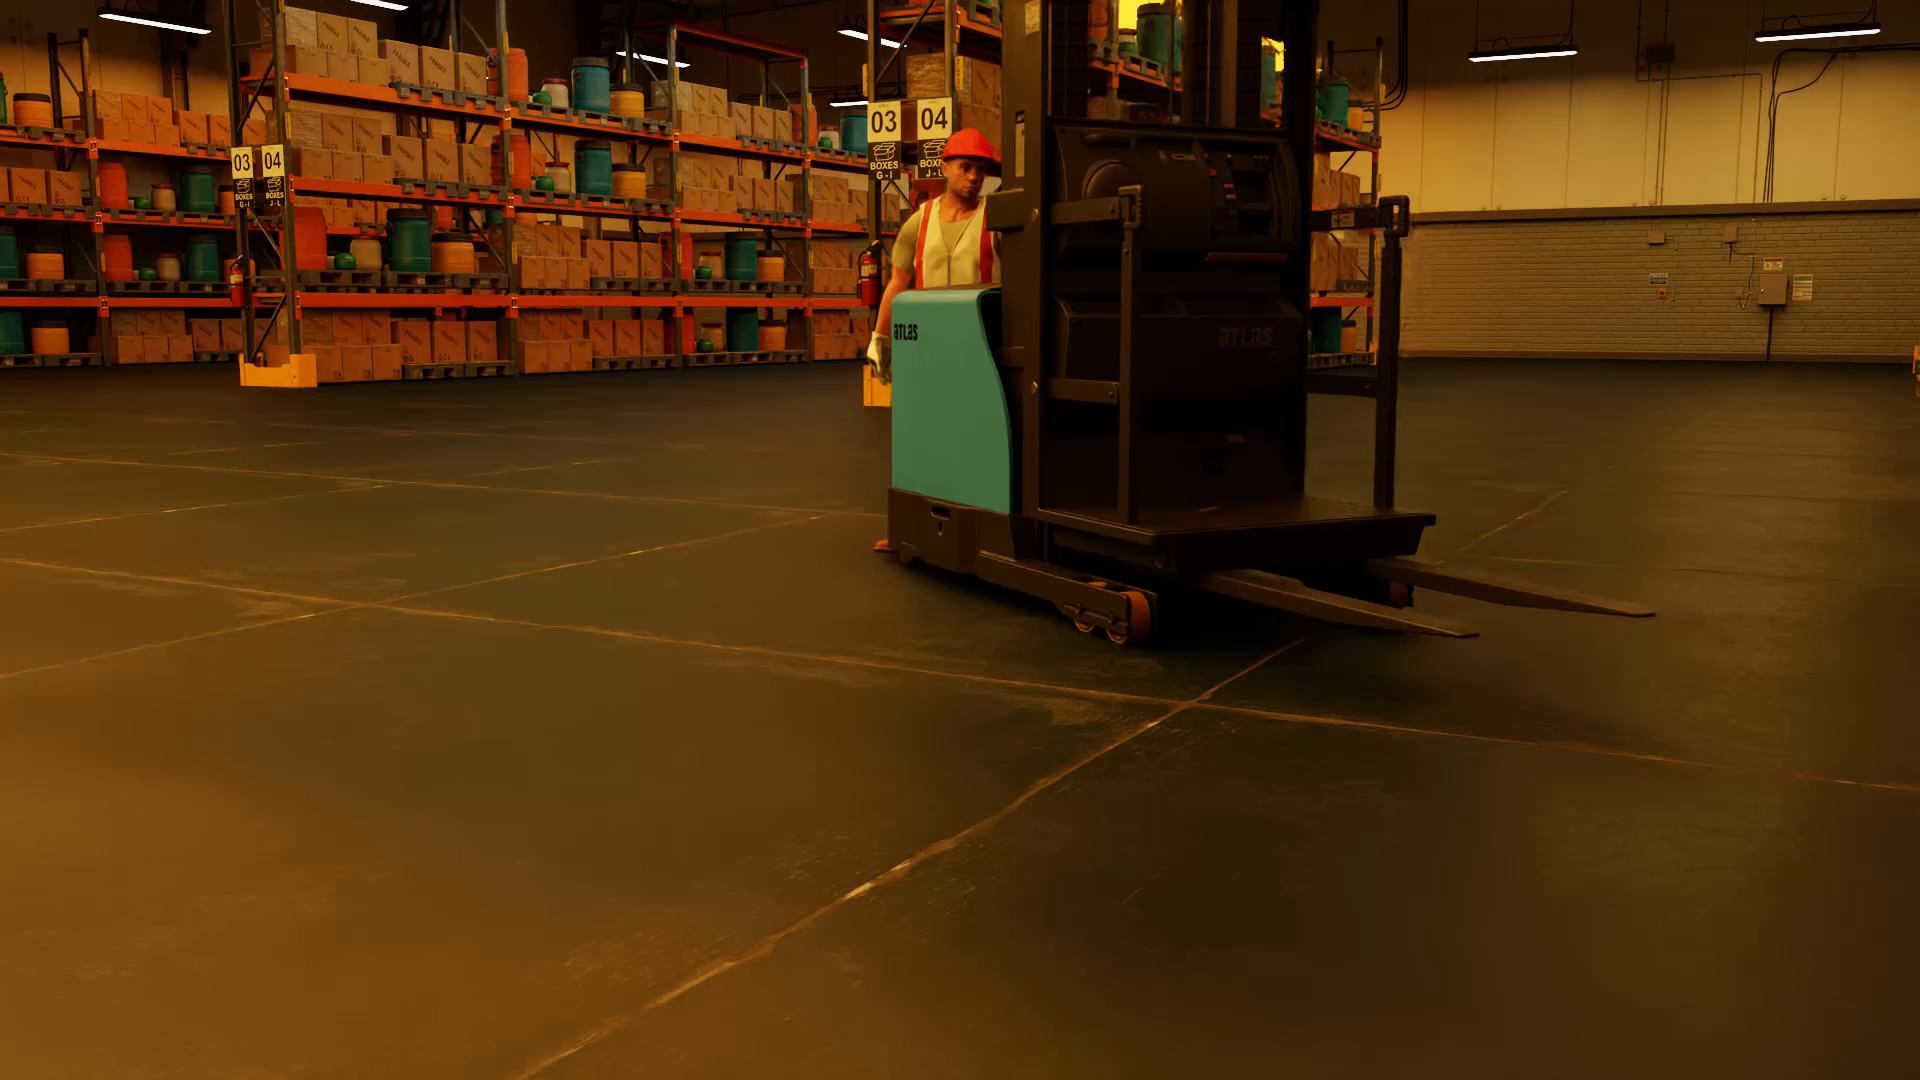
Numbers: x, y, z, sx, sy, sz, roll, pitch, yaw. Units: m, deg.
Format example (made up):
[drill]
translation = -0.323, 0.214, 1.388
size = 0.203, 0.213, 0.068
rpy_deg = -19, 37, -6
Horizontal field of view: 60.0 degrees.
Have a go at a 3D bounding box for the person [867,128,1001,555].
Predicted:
[person]
translation = -0.059, -0.787, 6.730
size = 0.741, 1.735, 0.559
rpy_deg = 2, 8, 13

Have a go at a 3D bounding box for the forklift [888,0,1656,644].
[forklift]
translation = 0.828, -1.205, 5.326
size = 1.130, 2.935, 3.031
rpy_deg = -4, 9, -26
